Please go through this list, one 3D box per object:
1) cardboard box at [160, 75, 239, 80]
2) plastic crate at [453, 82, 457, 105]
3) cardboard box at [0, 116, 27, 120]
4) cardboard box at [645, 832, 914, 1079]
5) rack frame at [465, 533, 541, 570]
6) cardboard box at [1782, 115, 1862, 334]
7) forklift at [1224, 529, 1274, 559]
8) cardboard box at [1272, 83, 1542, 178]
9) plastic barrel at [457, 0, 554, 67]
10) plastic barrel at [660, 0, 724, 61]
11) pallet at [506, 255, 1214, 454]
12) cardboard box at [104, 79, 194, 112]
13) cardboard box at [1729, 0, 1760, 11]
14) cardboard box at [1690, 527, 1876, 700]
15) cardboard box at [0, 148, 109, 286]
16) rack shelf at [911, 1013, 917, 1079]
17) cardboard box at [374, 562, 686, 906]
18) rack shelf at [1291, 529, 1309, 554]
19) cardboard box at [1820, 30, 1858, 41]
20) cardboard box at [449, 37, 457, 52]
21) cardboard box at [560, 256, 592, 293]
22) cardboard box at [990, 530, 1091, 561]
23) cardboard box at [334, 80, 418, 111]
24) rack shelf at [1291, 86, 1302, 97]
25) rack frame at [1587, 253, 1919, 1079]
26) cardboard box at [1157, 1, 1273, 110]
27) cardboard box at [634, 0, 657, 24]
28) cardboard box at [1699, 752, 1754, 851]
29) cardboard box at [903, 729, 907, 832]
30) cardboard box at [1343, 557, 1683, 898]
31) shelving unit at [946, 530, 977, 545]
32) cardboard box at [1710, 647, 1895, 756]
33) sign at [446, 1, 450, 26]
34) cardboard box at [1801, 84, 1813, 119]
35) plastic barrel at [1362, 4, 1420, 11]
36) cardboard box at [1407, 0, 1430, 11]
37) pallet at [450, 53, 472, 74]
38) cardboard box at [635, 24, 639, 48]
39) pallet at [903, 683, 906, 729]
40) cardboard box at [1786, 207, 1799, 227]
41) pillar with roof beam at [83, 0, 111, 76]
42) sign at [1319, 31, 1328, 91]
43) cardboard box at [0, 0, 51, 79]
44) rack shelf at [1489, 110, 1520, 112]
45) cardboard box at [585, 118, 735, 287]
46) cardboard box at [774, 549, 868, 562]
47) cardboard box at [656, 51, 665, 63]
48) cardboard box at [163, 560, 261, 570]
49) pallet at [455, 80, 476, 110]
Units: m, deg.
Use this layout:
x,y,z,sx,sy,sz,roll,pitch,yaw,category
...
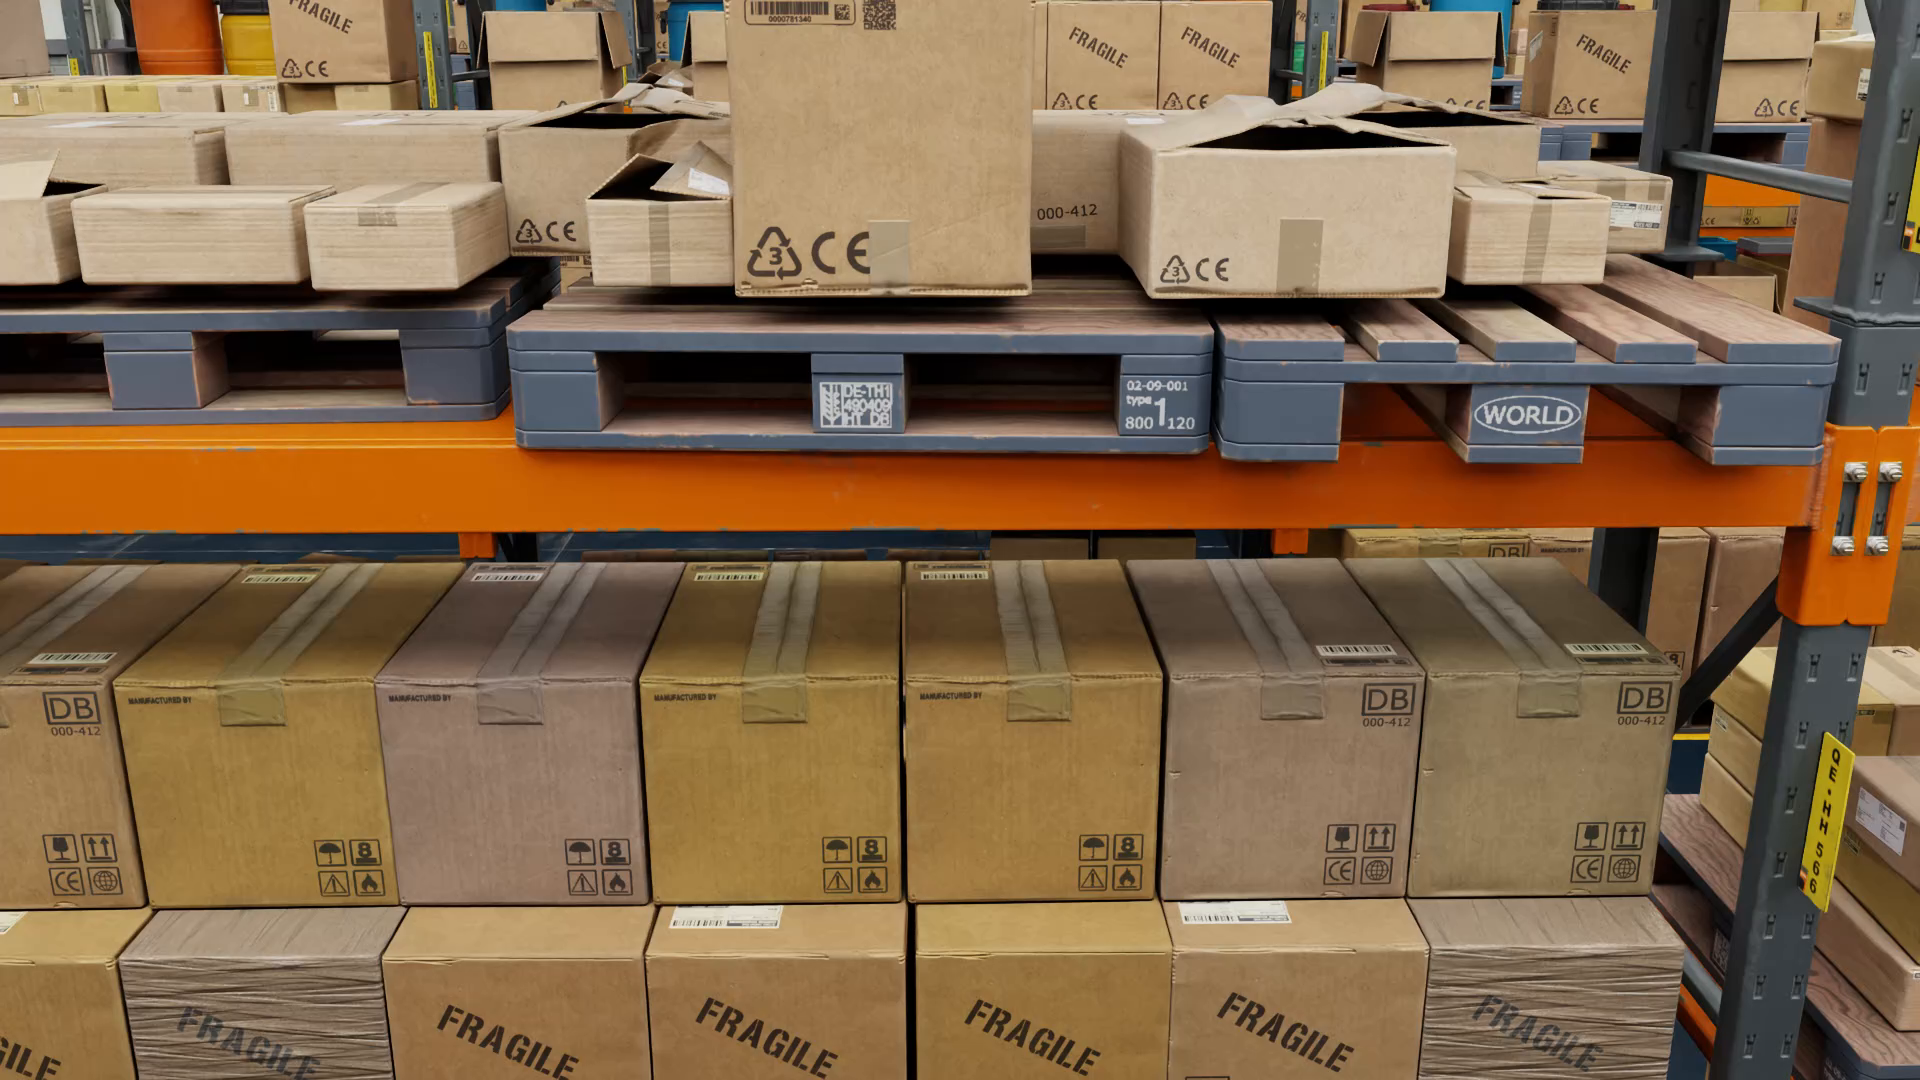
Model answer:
x,y,z,sx,sy,sz,roll,pitch,yaw,category
-3.754,-2.221,8.242,0.250,0.149,0.380,-1,18,-2,cardboard box
-4.035,-3.503,12.993,0.450,0.188,0.336,0,18,-1,plastic crate
-4.358,-1.858,7.764,0.500,0.250,0.500,0,18,1,cardboard box
-0.356,0.953,3.501,0.500,0.500,0.500,0,18,0,cardboard box
-2.375,-0.587,8.468,0.127,3.000,1.000,0,18,-1,rack frame
2.168,-0.648,3.581,0.500,0.500,0.500,0,18,-1,cardboard box
3.343,-1.376,11.037,3.031,2.935,1.130,0,18,1,forklift
0.874,-0.788,3.479,0.500,0.311,0.500,0,18,-1,cardboard box
-3.450,-3.995,12.672,0.708,0.901,0.600,0,18,-1,plastic barrel
-1.948,-3.836,12.863,0.708,0.901,0.600,0,18,-1,plastic barrel
-0.160,-0.404,3.295,1.213,0.211,1.003,1,18,2,pallet
-3.749,-2.055,7.726,0.250,0.149,0.380,0,18,1,cardboard box
7.958,-5.604,17.394,0.500,0.500,0.700,0,18,-1,cardboard box
4.091,0.200,8.806,0.875,0.875,1.225,-1,18,-3,cardboard box
-1.790,-0.611,2.998,0.396,0.266,0.258,-1,18,-2,cardboard box
-0.398,1.261,3.884,4.000,0.370,1.077,0,18,-1,rack shelf
-0.882,0.395,3.606,0.500,0.500,0.700,0,18,0,cardboard box
3.624,-0.274,8.668,4.000,0.370,1.077,0,18,-1,rack shelf
8.961,-5.185,17.318,0.500,0.250,0.500,0,18,-1,cardboard box
-5.348,-5.121,17.184,0.250,0.149,0.380,0,18,-1,cardboard box
-1.579,-1.034,8.191,1.000,1.000,1.000,0,18,0,cardboard box
0.425,0.035,8.672,0.500,0.250,0.500,2,18,5,cardboard box
-2.696,-2.044,7.692,0.250,0.149,0.380,0,18,1,cardboard box
3.471,-4.728,17.642,4.000,0.370,1.077,0,18,-1,rack shelf
1.601,0.909,3.804,0.127,3.000,1.000,0,18,-1,rack frame
1.151,-2.242,7.733,0.500,0.500,0.500,0,18,1,cardboard box
-4.176,-6.991,21.685,0.500,0.500,0.500,-1,18,-3,cardboard box
2.087,0.686,4.224,0.250,0.149,0.380,0,18,0,cardboard box
-0.362,0.788,4.016,0.500,0.500,0.500,0,18,-1,cardboard box
1.152,0.384,3.639,0.500,0.500,0.700,0,18,-1,cardboard box
0.008,-0.429,11.410,0.210,0.900,0.258,0,18,-1,shelving unit
2.084,0.403,4.131,0.250,0.149,0.380,-1,18,-3,cardboard box
-6.601,-6.785,21.448,0.005,0.325,0.100,0,18,-1,sign
4.133,-2.173,8.225,0.250,0.149,0.380,-1,18,-3,cardboard box
3.316,-3.867,12.871,0.433,0.535,0.433,0,18,0,plastic barrel
4.966,-5.395,17.530,0.600,0.600,0.600,-2,18,-6,cardboard box
-4.597,-4.982,17.402,1.213,0.211,1.003,0,18,-1,pallet
-3.576,-5.341,17.605,0.500,0.311,0.500,-1,18,-4,cardboard box
-0.374,0.729,8.928,1.213,0.211,1.003,0,18,-1,pallet
9.027,-3.633,17.799,0.500,0.500,0.500,0,18,1,cardboard box
-11.854,-6.887,18.285,0.400,9.000,9.100,0,18,-1,pillar with roof beam
1.631,-2.115,7.474,0.005,0.325,0.100,0,18,-1,sign
-4.829,-2.508,8.077,0.500,0.500,0.500,0,18,-1,cardboard box
3.546,-3.215,12.926,4.000,0.370,1.077,0,18,-1,rack shelf
-0.524,-0.628,3.053,0.258,0.266,0.396,0,18,-1,cardboard box
-0.724,0.398,8.769,0.500,0.500,0.700,-2,18,-6,cardboard box
-4.170,-6.521,21.857,0.500,0.500,0.500,-1,18,-3,cardboard box
-3.968,0.425,8.718,0.500,0.500,0.500,-2,18,-6,cardboard box
-3.173,-3.405,12.650,1.003,0.211,1.213,0,18,-1,pallet
